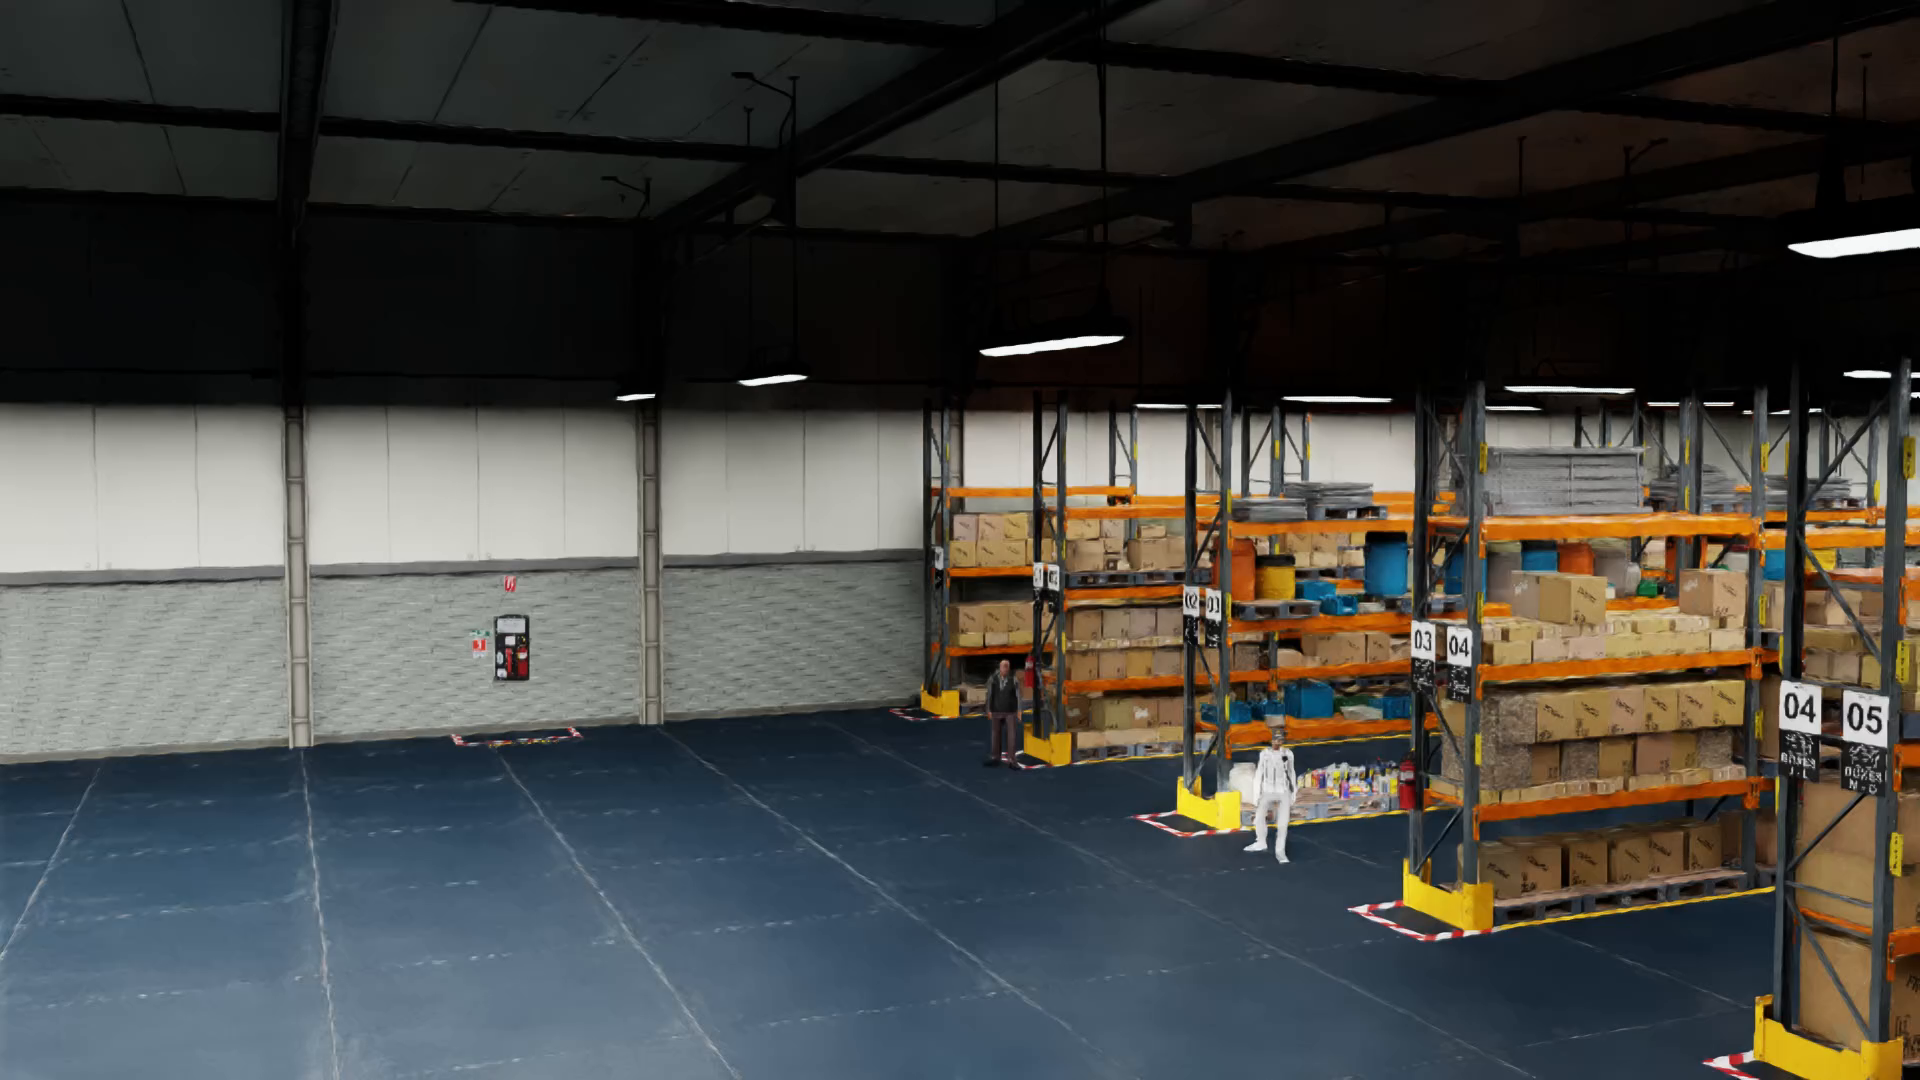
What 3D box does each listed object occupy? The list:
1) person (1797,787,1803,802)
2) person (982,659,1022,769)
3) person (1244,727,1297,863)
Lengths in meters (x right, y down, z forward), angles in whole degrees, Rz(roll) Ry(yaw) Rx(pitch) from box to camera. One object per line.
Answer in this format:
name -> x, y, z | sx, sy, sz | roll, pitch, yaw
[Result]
person -> 11.720, 2.959, 22.563 | 1.037, 1.728, 0.531 | -1, 3, -14
person -> 0.674, 2.750, 26.398 | 0.665, 1.729, 0.429 | 1, 3, 12
person -> 3.834, 3.125, 20.621 | 0.671, 1.666, 0.480 | 1, 4, 23
